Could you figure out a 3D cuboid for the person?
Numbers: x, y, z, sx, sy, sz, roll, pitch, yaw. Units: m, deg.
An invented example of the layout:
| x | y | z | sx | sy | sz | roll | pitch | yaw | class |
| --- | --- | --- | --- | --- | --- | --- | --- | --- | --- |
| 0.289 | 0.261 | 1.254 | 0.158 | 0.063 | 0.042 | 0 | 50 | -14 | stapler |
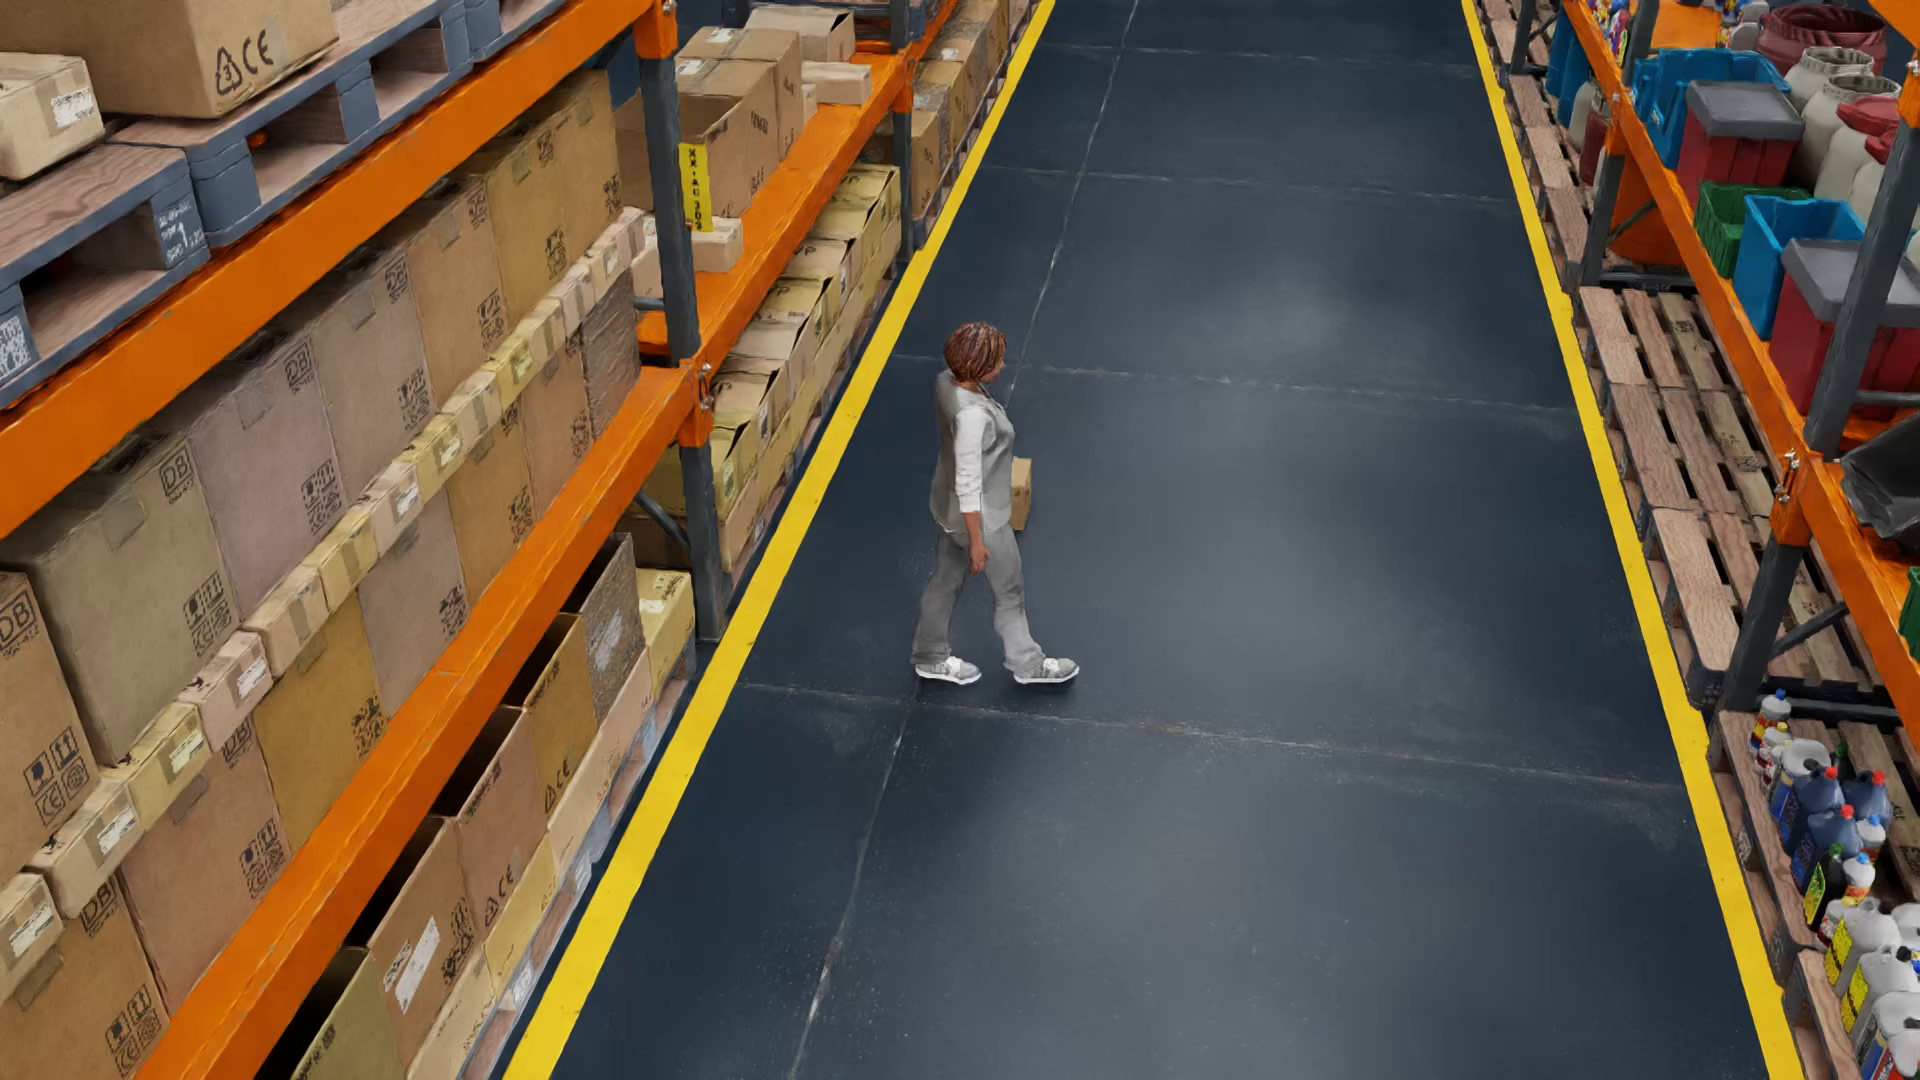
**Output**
| x | y | z | sx | sy | sz | roll | pitch | yaw | class |
| --- | --- | --- | --- | --- | --- | --- | --- | --- | --- |
| 0.135 | -0.124 | 6.341 | 0.644 | 1.592 | 0.505 | -14 | 36 | -21 | person |
